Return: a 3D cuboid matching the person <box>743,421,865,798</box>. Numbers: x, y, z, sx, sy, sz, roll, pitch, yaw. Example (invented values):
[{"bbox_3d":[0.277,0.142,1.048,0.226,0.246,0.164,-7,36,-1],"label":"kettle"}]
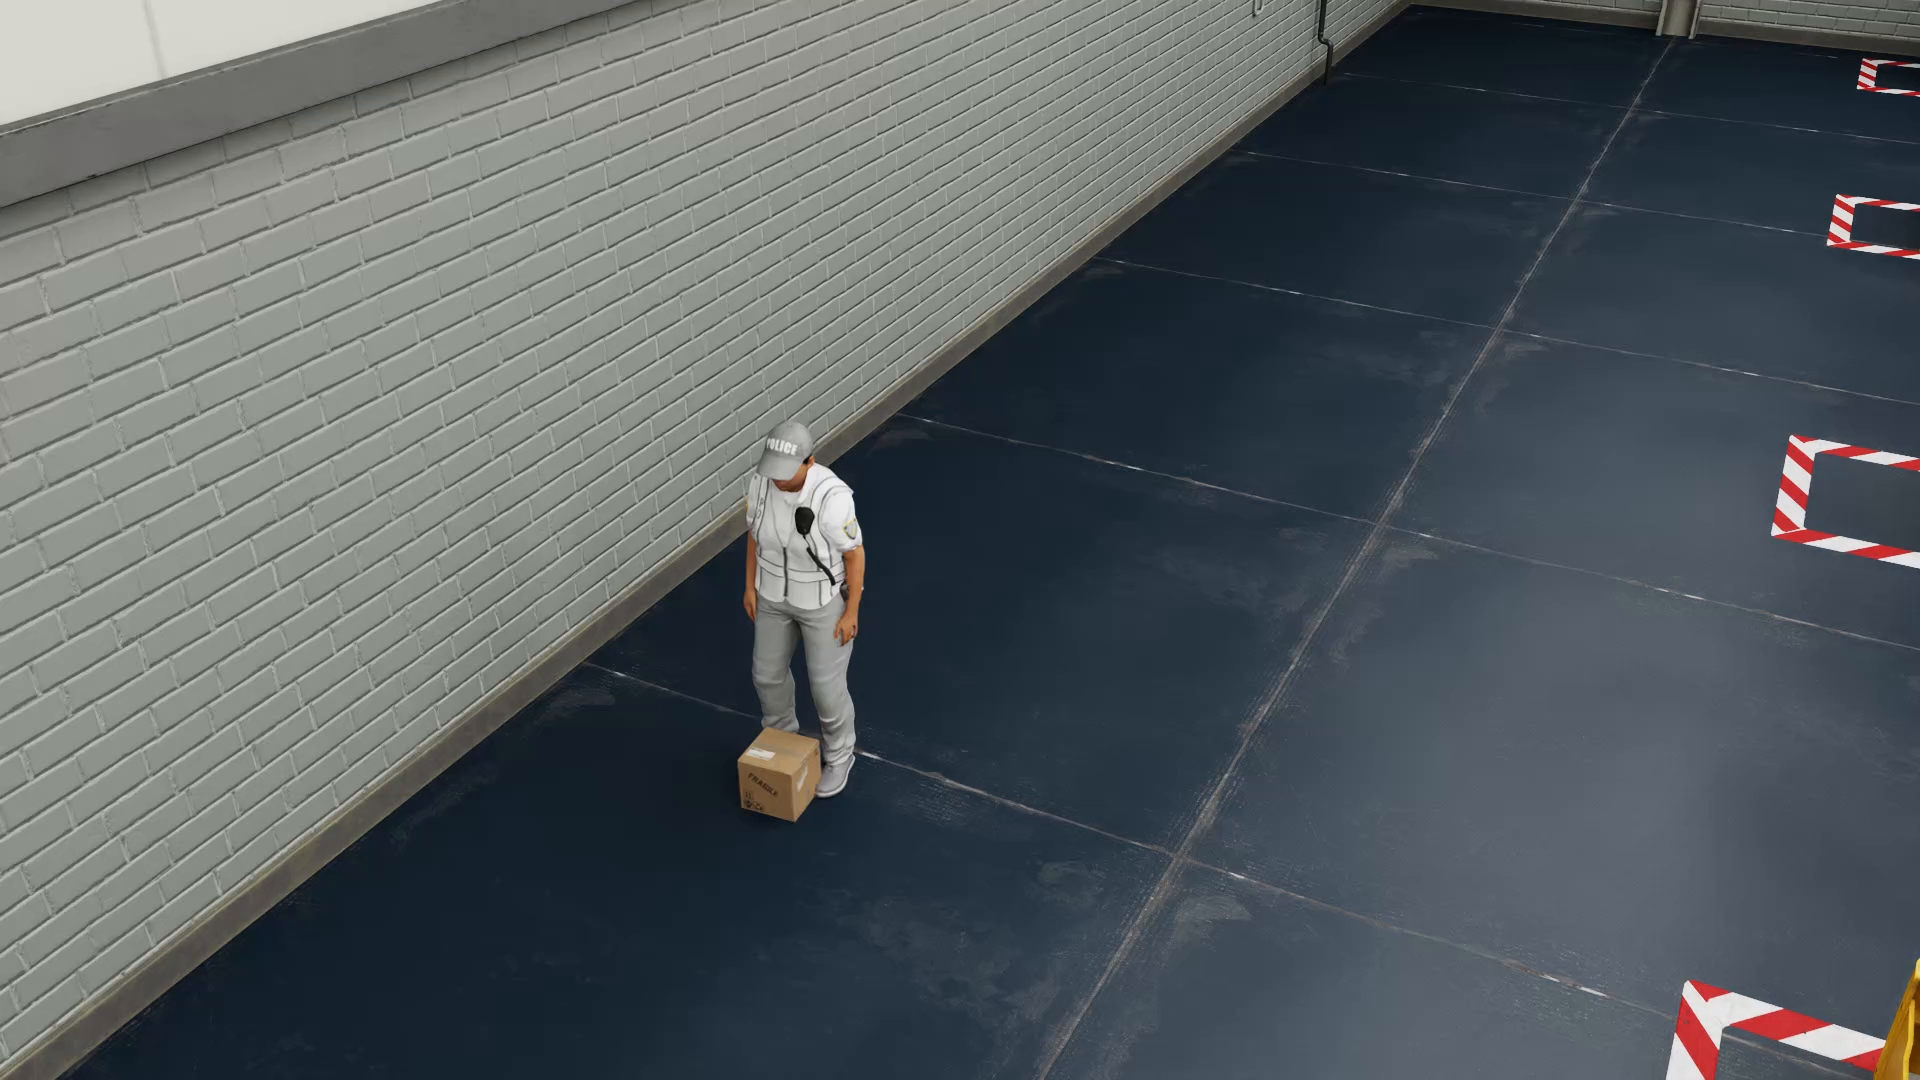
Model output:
[{"bbox_3d":[-0.648,0.254,6.689,0.543,1.665,0.467,13,33,21],"label":"person"}]
